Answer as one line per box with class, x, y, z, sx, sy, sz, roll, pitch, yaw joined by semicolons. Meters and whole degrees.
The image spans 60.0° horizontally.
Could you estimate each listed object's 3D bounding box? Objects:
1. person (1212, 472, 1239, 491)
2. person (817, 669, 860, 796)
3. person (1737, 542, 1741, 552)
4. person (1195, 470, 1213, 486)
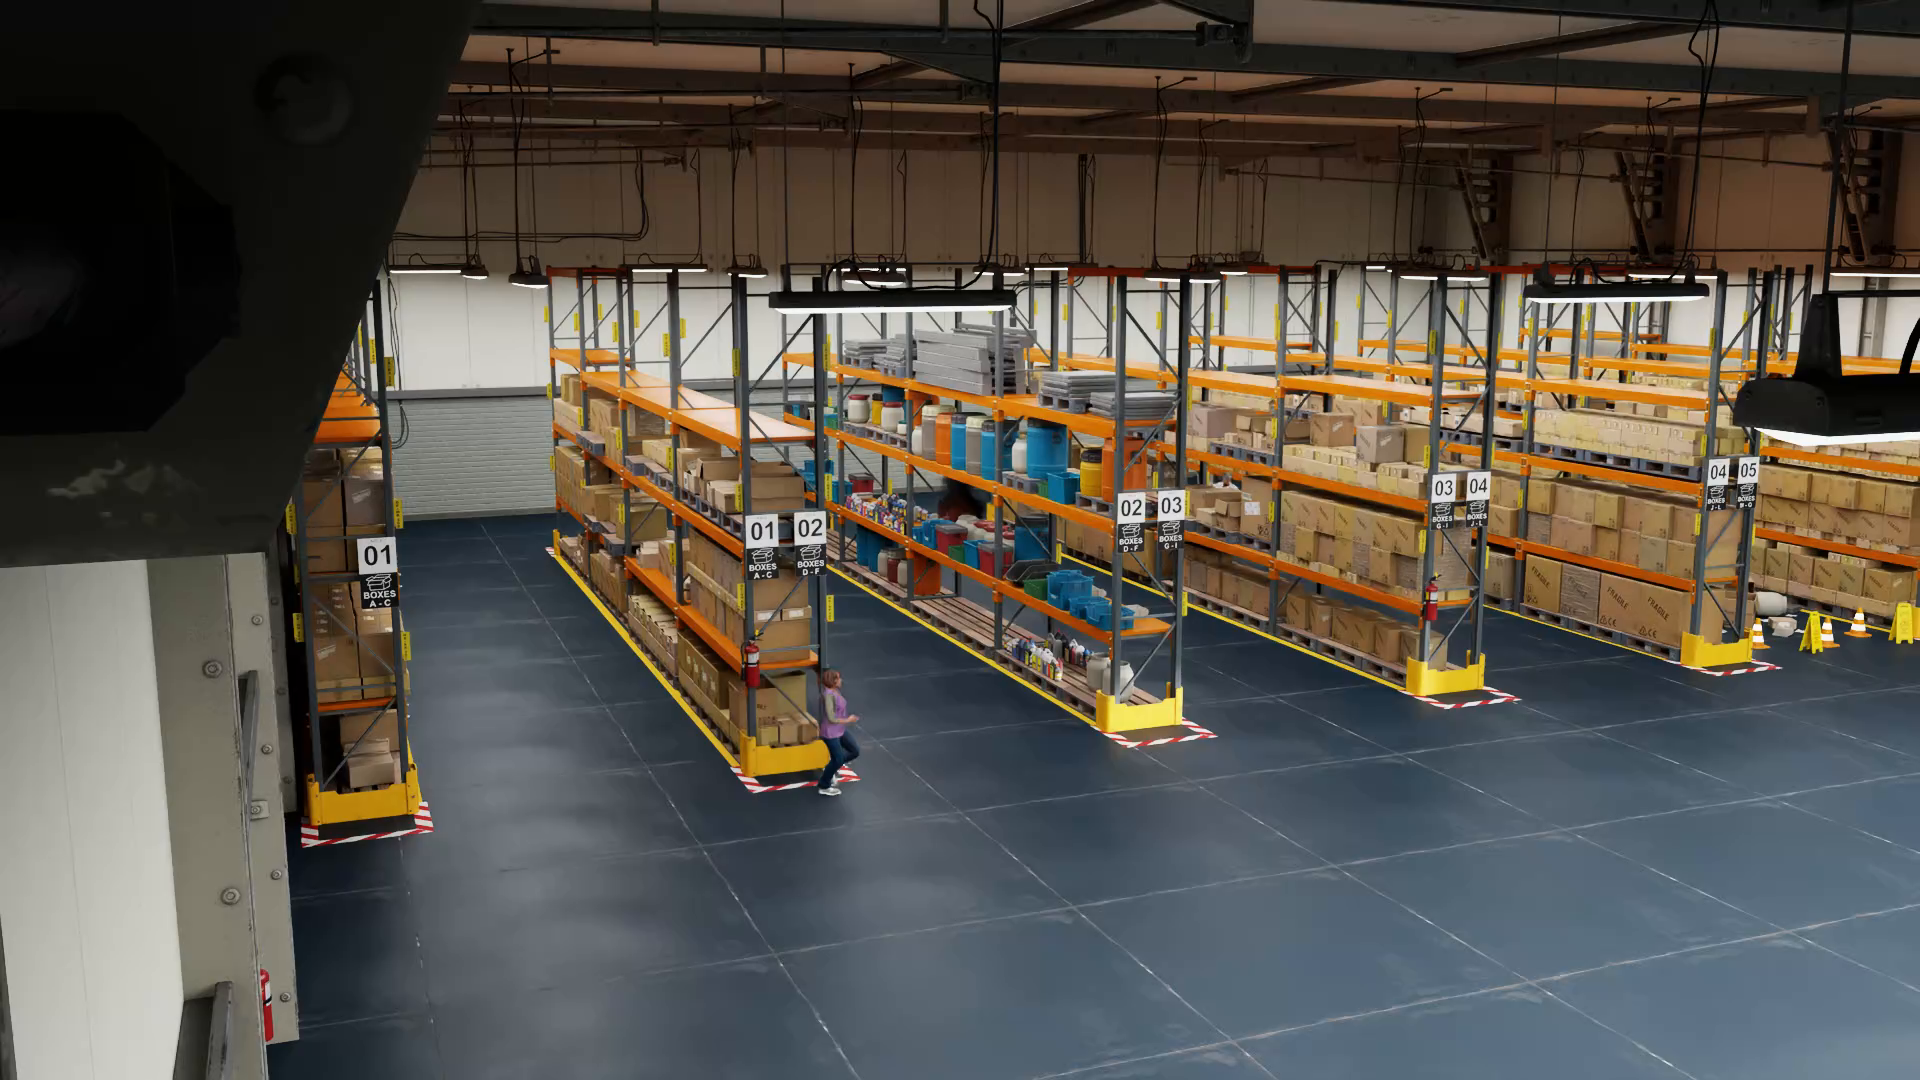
person;5.534;-0.635;35.361;0.817;1.682;0.719;1;10;6
person;-1.444;2.241;19.311;0.521;1.549;0.534;2;10;9
person;15.898;-0.238;33.816;0.634;1.484;0.839;-7;12;-35
person;6.620;-2.243;44.425;0.689;1.814;0.746;7;12;36
